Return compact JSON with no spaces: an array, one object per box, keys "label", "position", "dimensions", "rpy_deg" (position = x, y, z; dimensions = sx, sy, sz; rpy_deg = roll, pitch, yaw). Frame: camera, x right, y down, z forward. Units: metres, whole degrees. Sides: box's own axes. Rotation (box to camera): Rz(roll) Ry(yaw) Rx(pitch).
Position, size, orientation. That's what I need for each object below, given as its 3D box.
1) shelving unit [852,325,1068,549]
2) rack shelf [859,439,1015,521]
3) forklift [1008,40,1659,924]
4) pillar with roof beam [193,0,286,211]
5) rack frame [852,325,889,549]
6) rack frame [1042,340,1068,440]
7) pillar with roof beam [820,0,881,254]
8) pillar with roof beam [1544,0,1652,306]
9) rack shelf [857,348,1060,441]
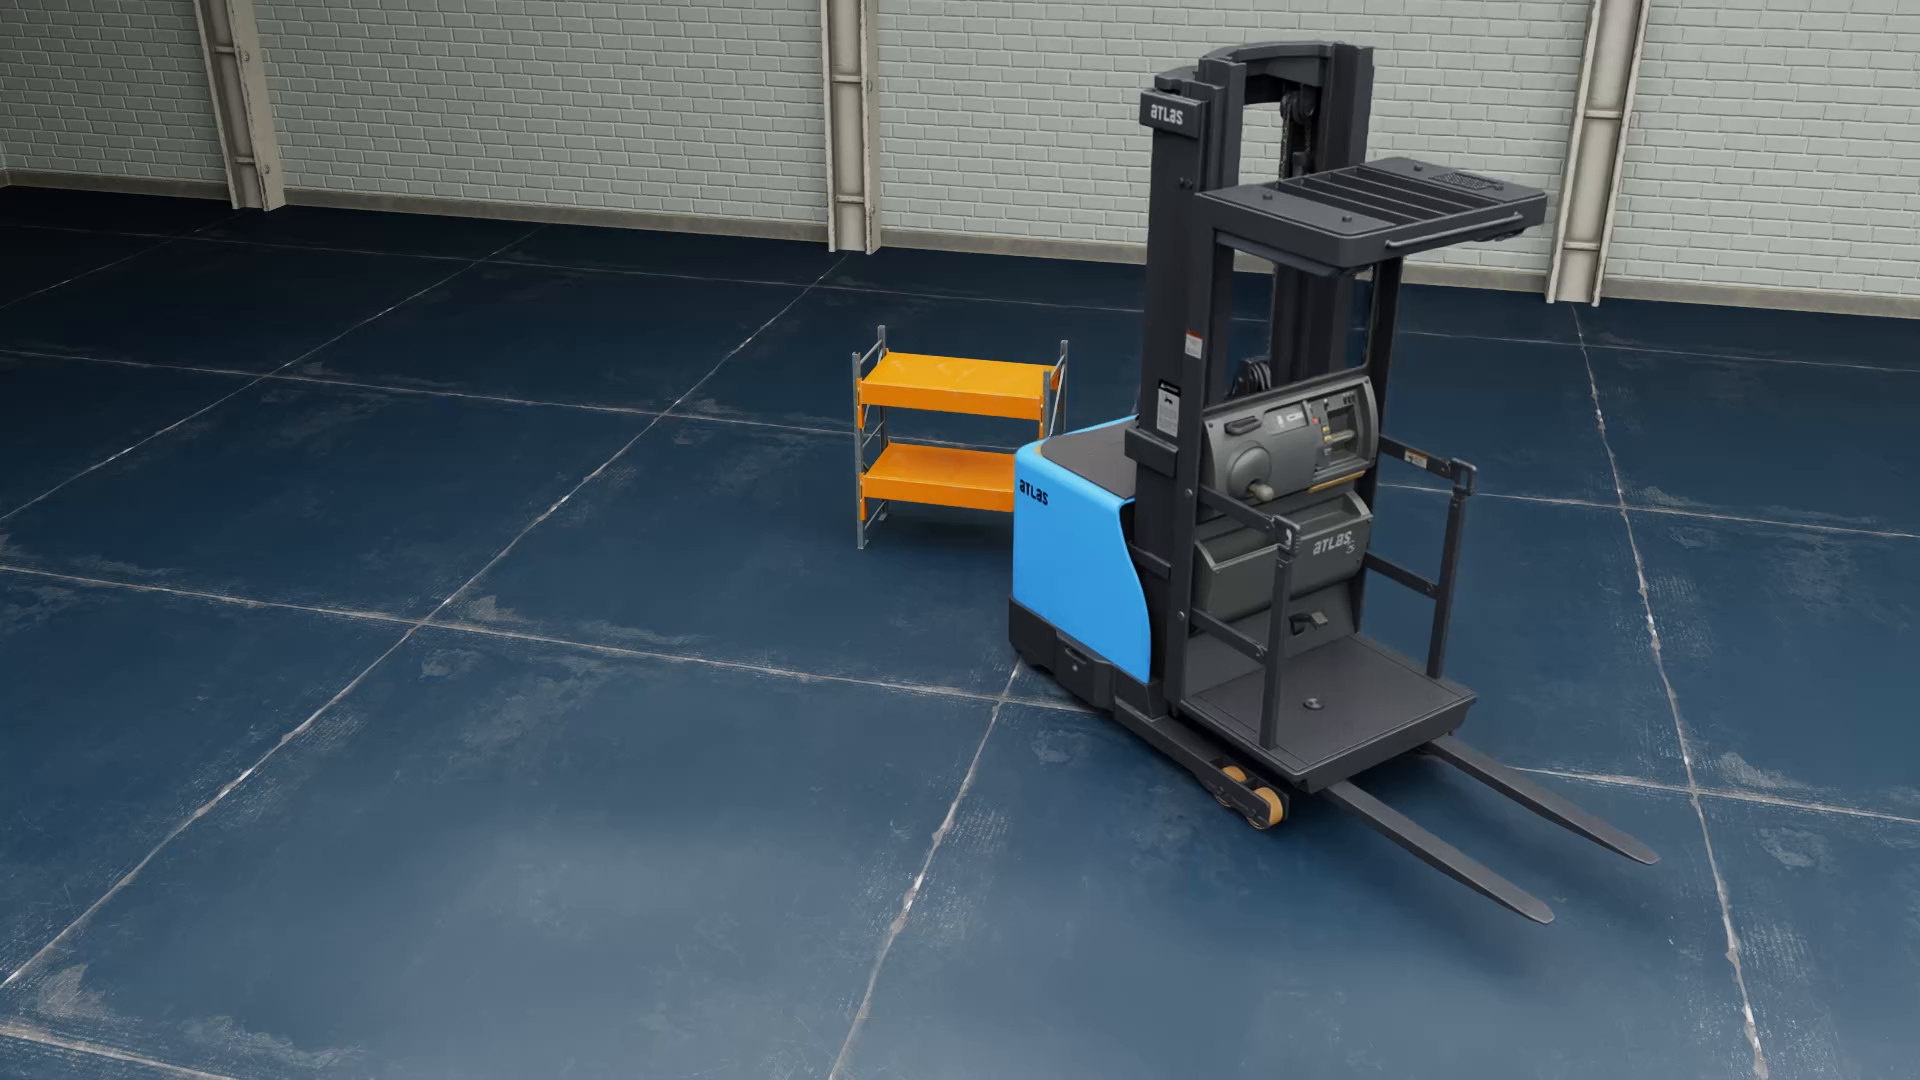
[{"label":"shelving unit","position":[0.007,-0.507,9.007],"dimensions":[1.048,1.125,0.538],"rpy_deg":[6,26,13]},{"label":"rack shelf","position":[0.007,-0.286,9.112],"dimensions":[1.000,0.278,0.538],"rpy_deg":[6,26,13]},{"label":"forklift","position":[1.486,-0.382,6.642],"dimensions":[1.130,2.935,3.031],"rpy_deg":[-17,30,-31]},{"label":"pillar with roof beam","position":[-7.806,-5.484,10.300],"dimensions":[0.400,9.000,9.100],"rpy_deg":[6,26,13]},{"label":"rack frame","position":[-0.486,-0.562,9.121],"dimensions":[0.032,1.125,0.500],"rpy_deg":[6,26,13]},{"label":"rack frame","position":[0.499,-0.453,8.892],"dimensions":[0.032,1.125,0.500],"rpy_deg":[6,26,13]},{"label":"pillar with roof beam","position":[-1.995,-4.841,8.950],"dimensions":[0.400,9.000,9.100],"rpy_deg":[6,26,13]},{"label":"pillar with roof beam","position":[3.816,-4.199,7.601],"dimensions":[0.400,9.000,9.100],"rpy_deg":[6,26,13]},{"label":"rack shelf","position":[0.007,-0.771,8.881],"dimensions":[1.000,0.278,0.538],"rpy_deg":[6,26,13]}]
